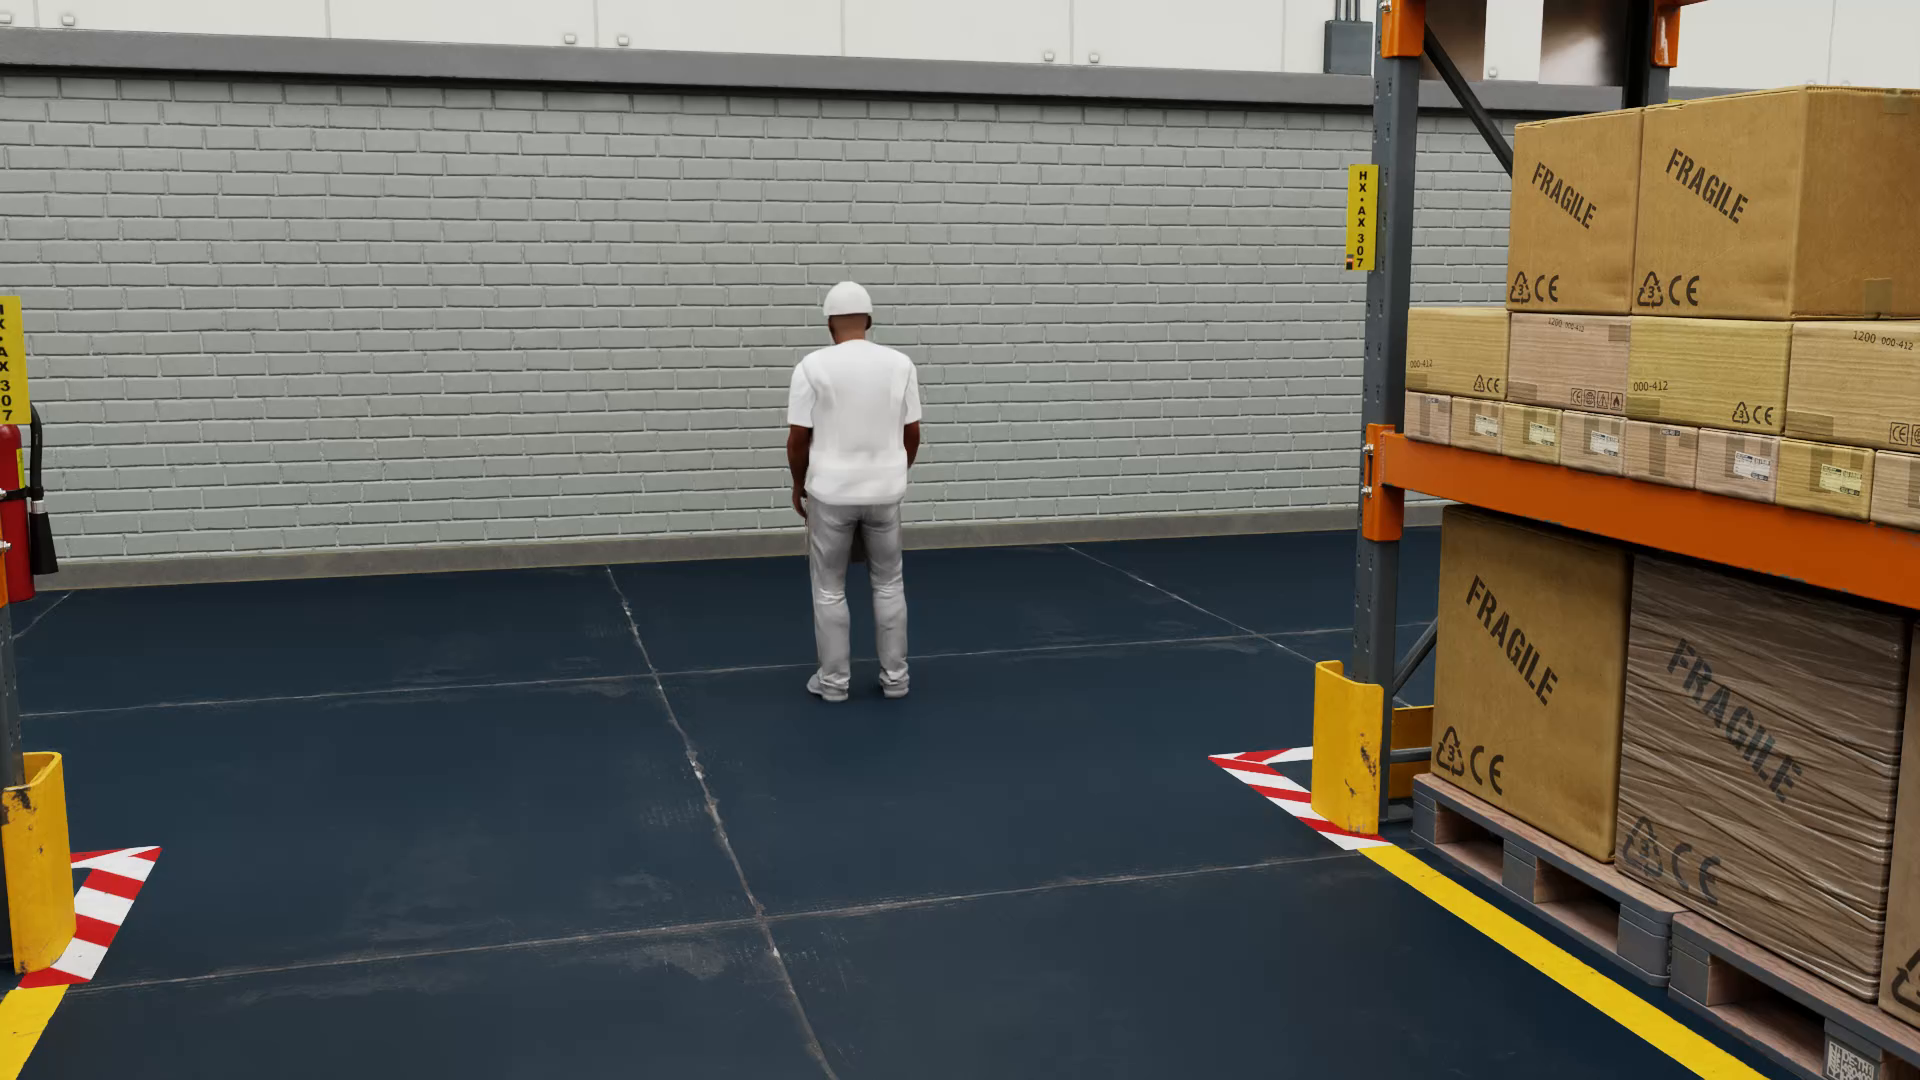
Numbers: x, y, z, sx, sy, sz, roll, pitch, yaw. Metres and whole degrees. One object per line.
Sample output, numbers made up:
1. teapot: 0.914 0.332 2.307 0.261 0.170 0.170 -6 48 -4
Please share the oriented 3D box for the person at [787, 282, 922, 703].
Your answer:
1. person: -0.449 -0.201 7.040 0.580 1.767 0.434 -3 10 -17
